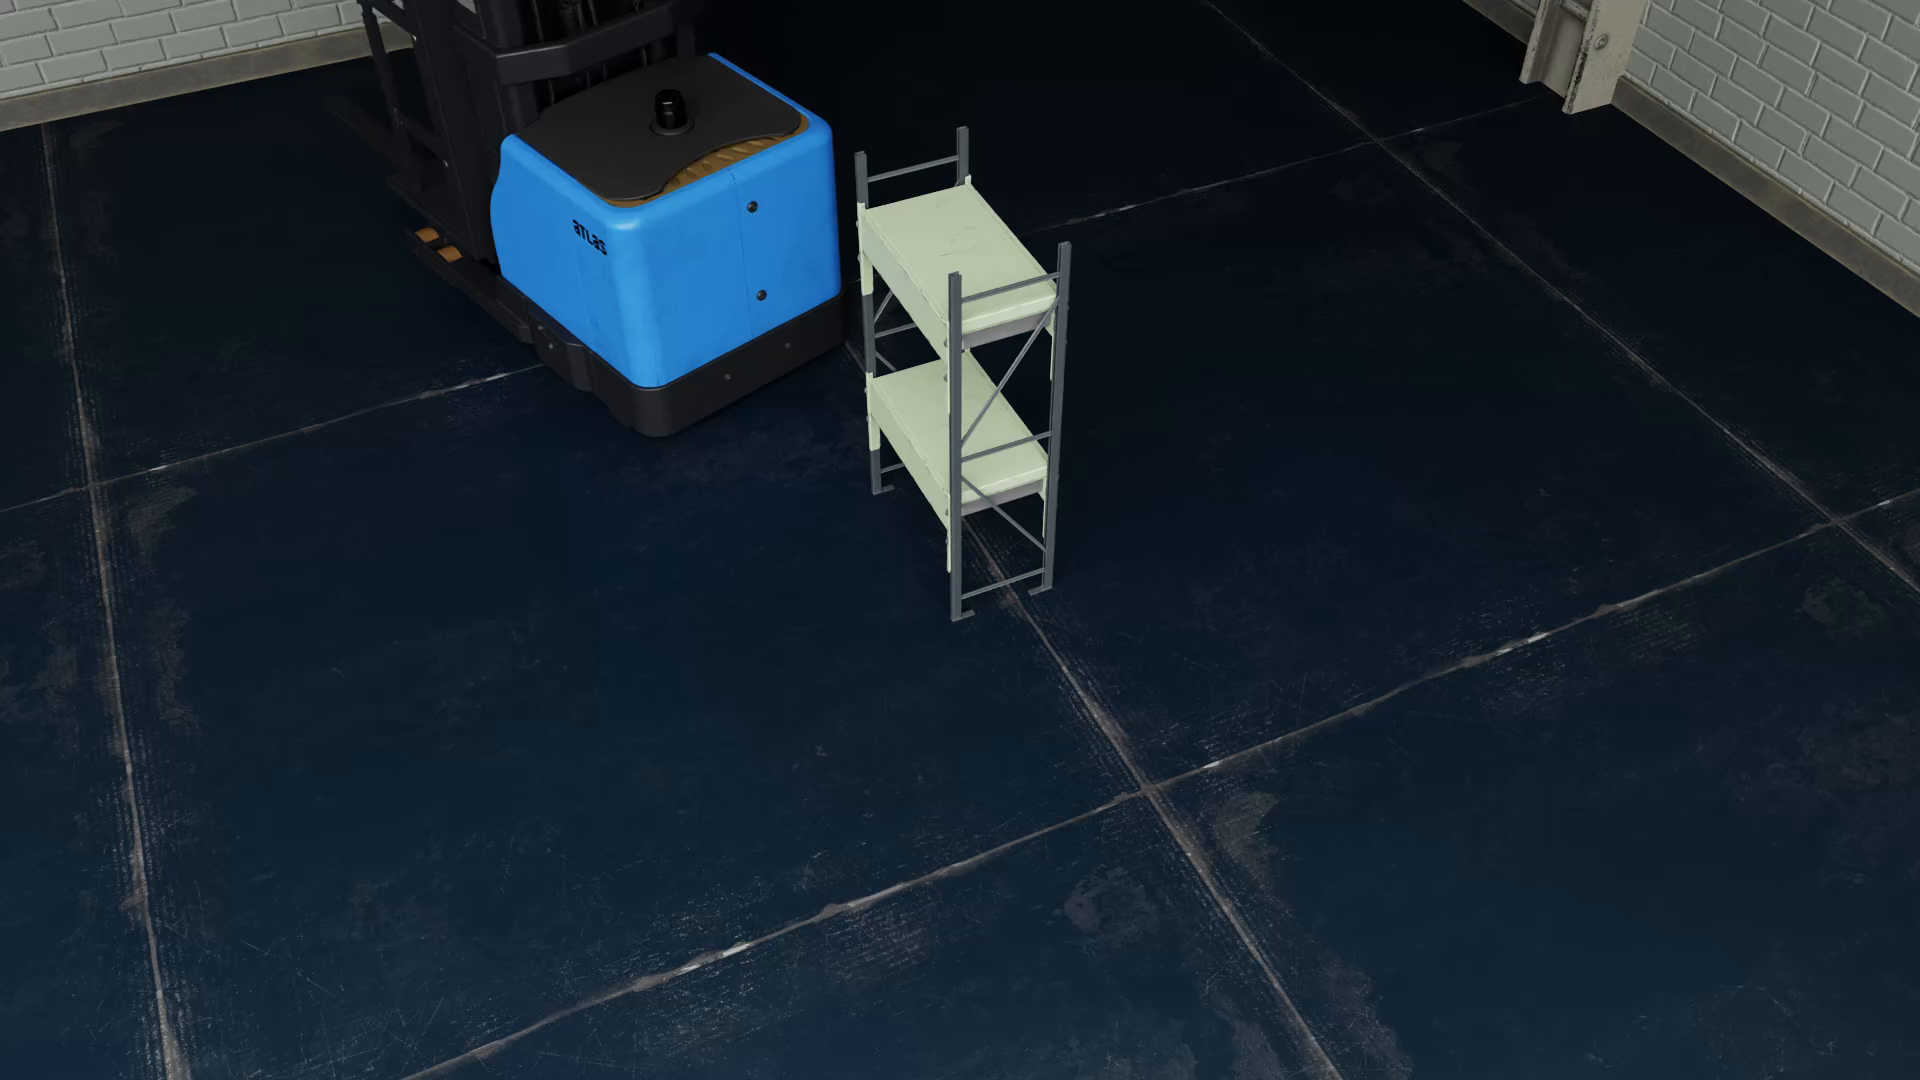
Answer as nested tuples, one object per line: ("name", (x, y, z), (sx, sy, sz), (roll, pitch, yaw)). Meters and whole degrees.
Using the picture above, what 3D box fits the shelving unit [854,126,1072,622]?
("shelving unit", (-0.003, -0.538, 5.728), (0.431, 1.500, 0.755), (-18, 47, -17))

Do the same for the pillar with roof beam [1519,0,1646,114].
("pillar with roof beam", (-0.764, -4.261, 4.162), (9.100, 9.000, 0.400), (-18, 47, -17))

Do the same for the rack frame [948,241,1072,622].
("rack frame", (0.151, -0.305, 5.491), (0.400, 1.500, 0.023), (-18, 47, -17))

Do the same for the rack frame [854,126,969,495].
("rack frame", (-0.157, -0.771, 5.964), (0.400, 1.500, 0.023), (-18, 47, -17))

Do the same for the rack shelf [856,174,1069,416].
("rack shelf", (-0.003, -0.816, 5.453), (0.431, 0.370, 0.720), (-18, 47, -17))

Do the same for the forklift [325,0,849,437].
("forklift", (-1.834, -2.401, 6.596), (1.130, 2.935, 3.031), (-33, 53, -29))

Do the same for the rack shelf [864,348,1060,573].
("rack shelf", (-0.003, -0.306, 5.957), (0.431, 0.370, 0.720), (-18, 47, -17))
